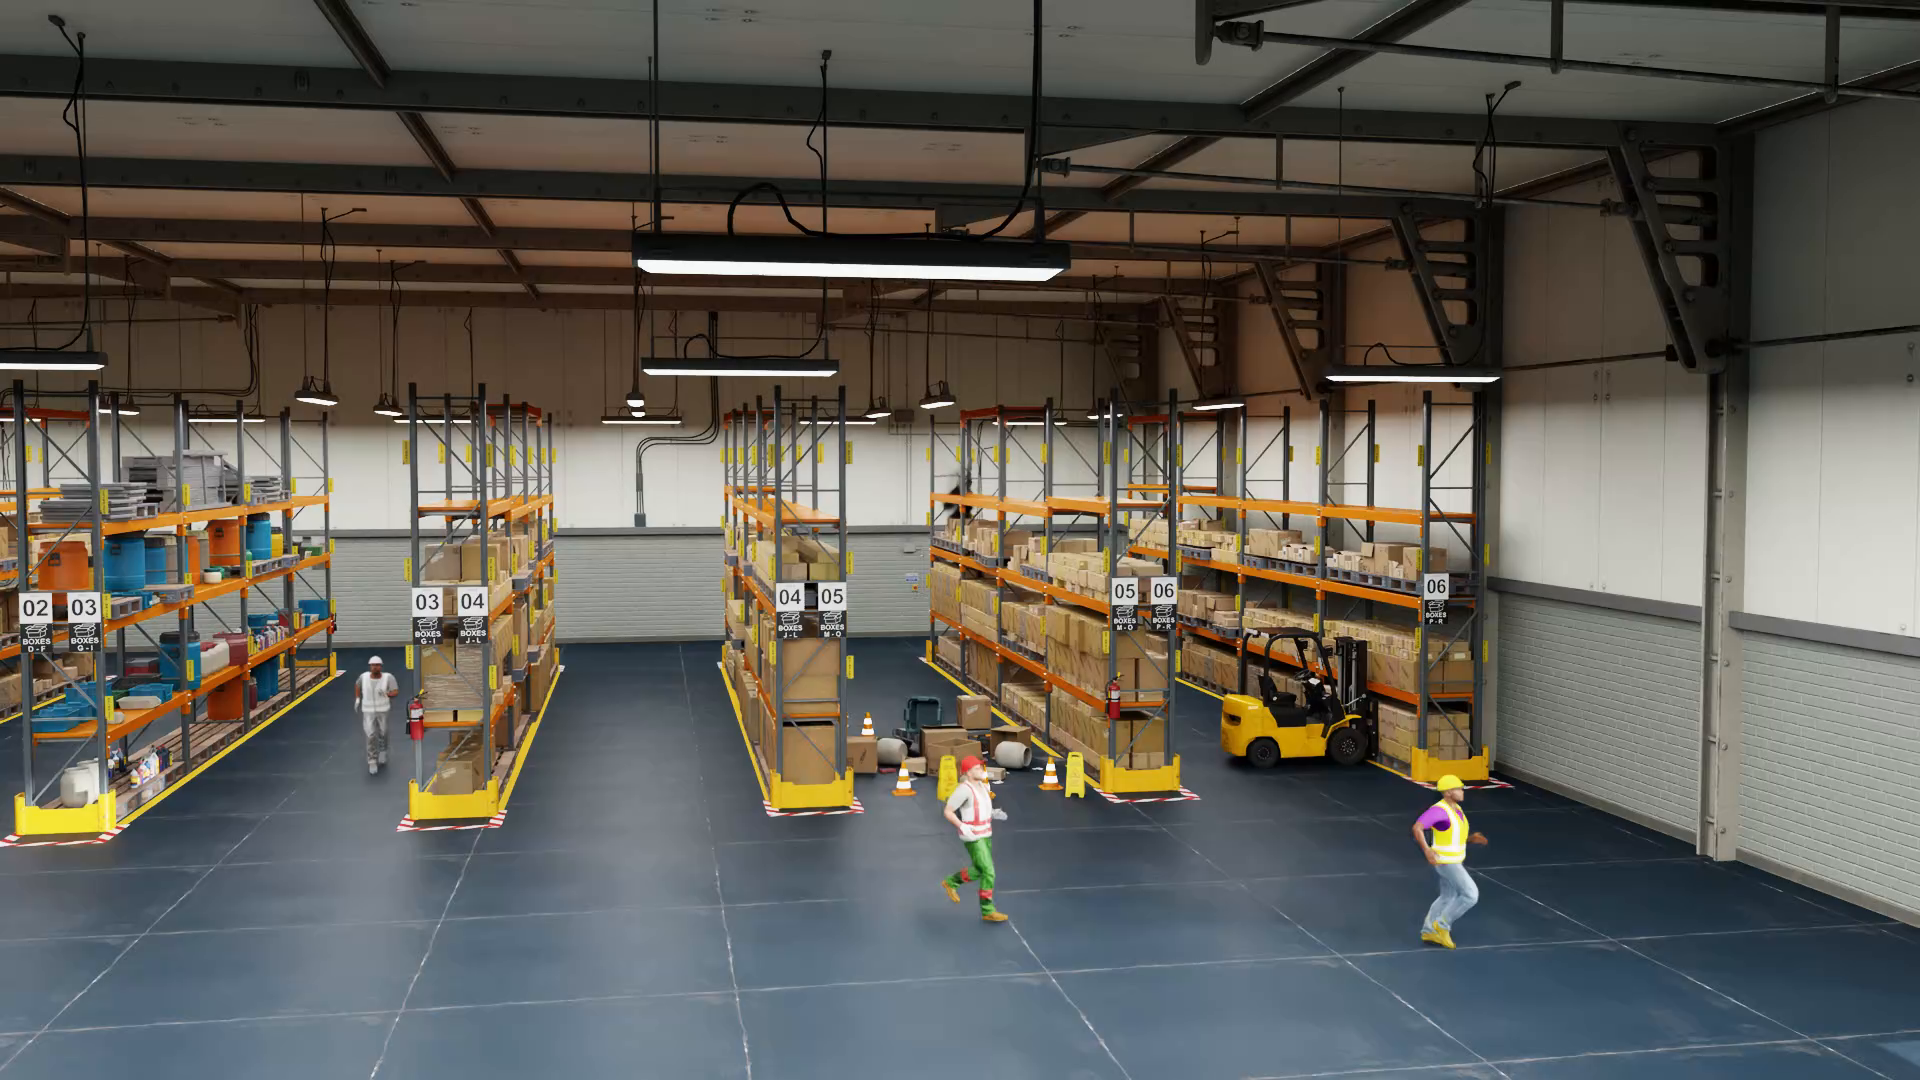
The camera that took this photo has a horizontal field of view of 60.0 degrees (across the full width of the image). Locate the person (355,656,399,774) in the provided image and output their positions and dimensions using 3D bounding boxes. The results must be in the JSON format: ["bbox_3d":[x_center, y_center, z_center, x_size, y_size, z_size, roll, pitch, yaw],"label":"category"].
[{"bbox_3d":[-9.280,2.739,26.461,0.674,1.803,0.956,-1,3,-17],"label":"person"}]

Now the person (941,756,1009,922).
[{"bbox_3d":[0.140,3.210,17.983,0.867,1.760,0.669,2,3,29],"label":"person"}]

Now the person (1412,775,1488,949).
[{"bbox_3d":[5.005,3.265,16.894,0.666,1.747,0.695,2,3,29],"label":"person"}]
